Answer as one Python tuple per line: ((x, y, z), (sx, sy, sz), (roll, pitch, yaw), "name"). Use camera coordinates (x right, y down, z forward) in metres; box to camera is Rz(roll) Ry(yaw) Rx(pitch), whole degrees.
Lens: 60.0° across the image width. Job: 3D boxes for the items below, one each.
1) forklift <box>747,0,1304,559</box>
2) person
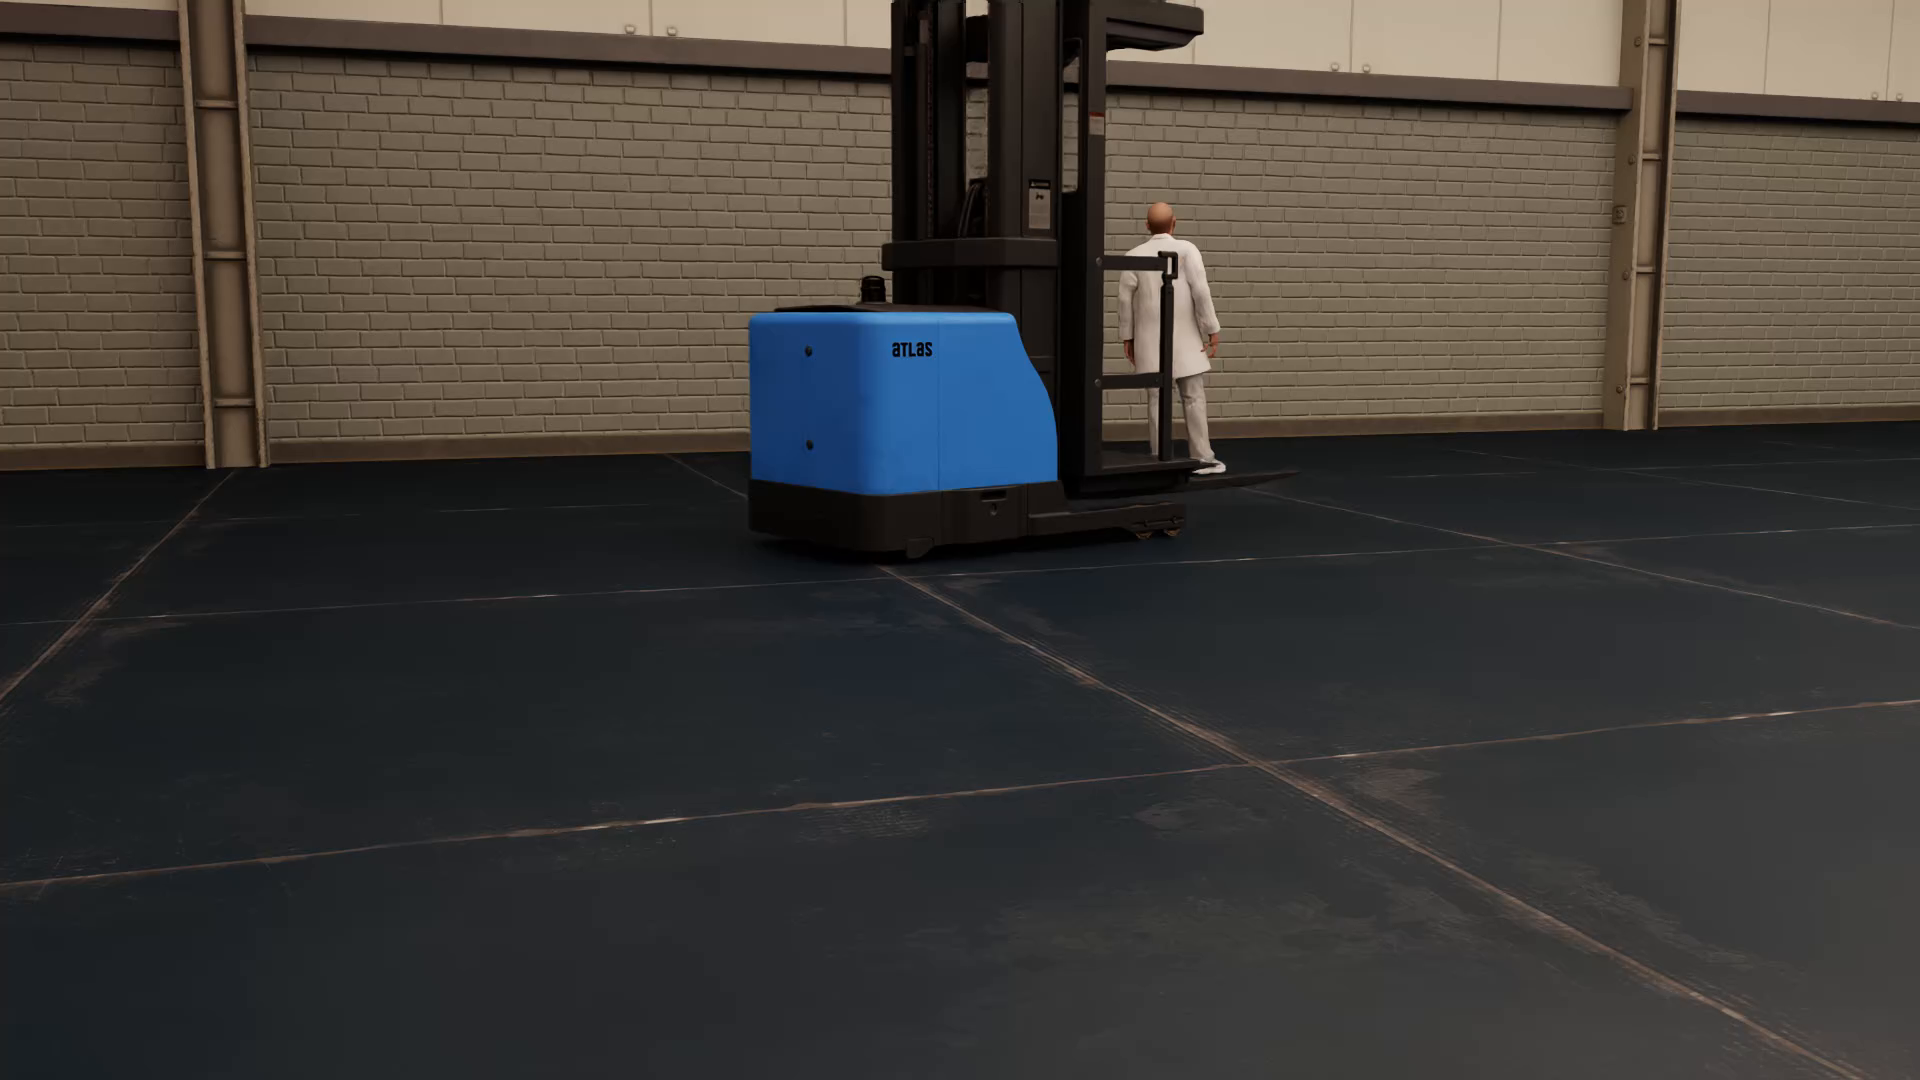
((0.475, -1.508, 8.133), (3.031, 2.935, 1.130), (-6, 10, -39), "forklift")
((1.402, -1.321, 10.994), (0.694, 1.775, 0.581), (4, 9, 25), "person")
